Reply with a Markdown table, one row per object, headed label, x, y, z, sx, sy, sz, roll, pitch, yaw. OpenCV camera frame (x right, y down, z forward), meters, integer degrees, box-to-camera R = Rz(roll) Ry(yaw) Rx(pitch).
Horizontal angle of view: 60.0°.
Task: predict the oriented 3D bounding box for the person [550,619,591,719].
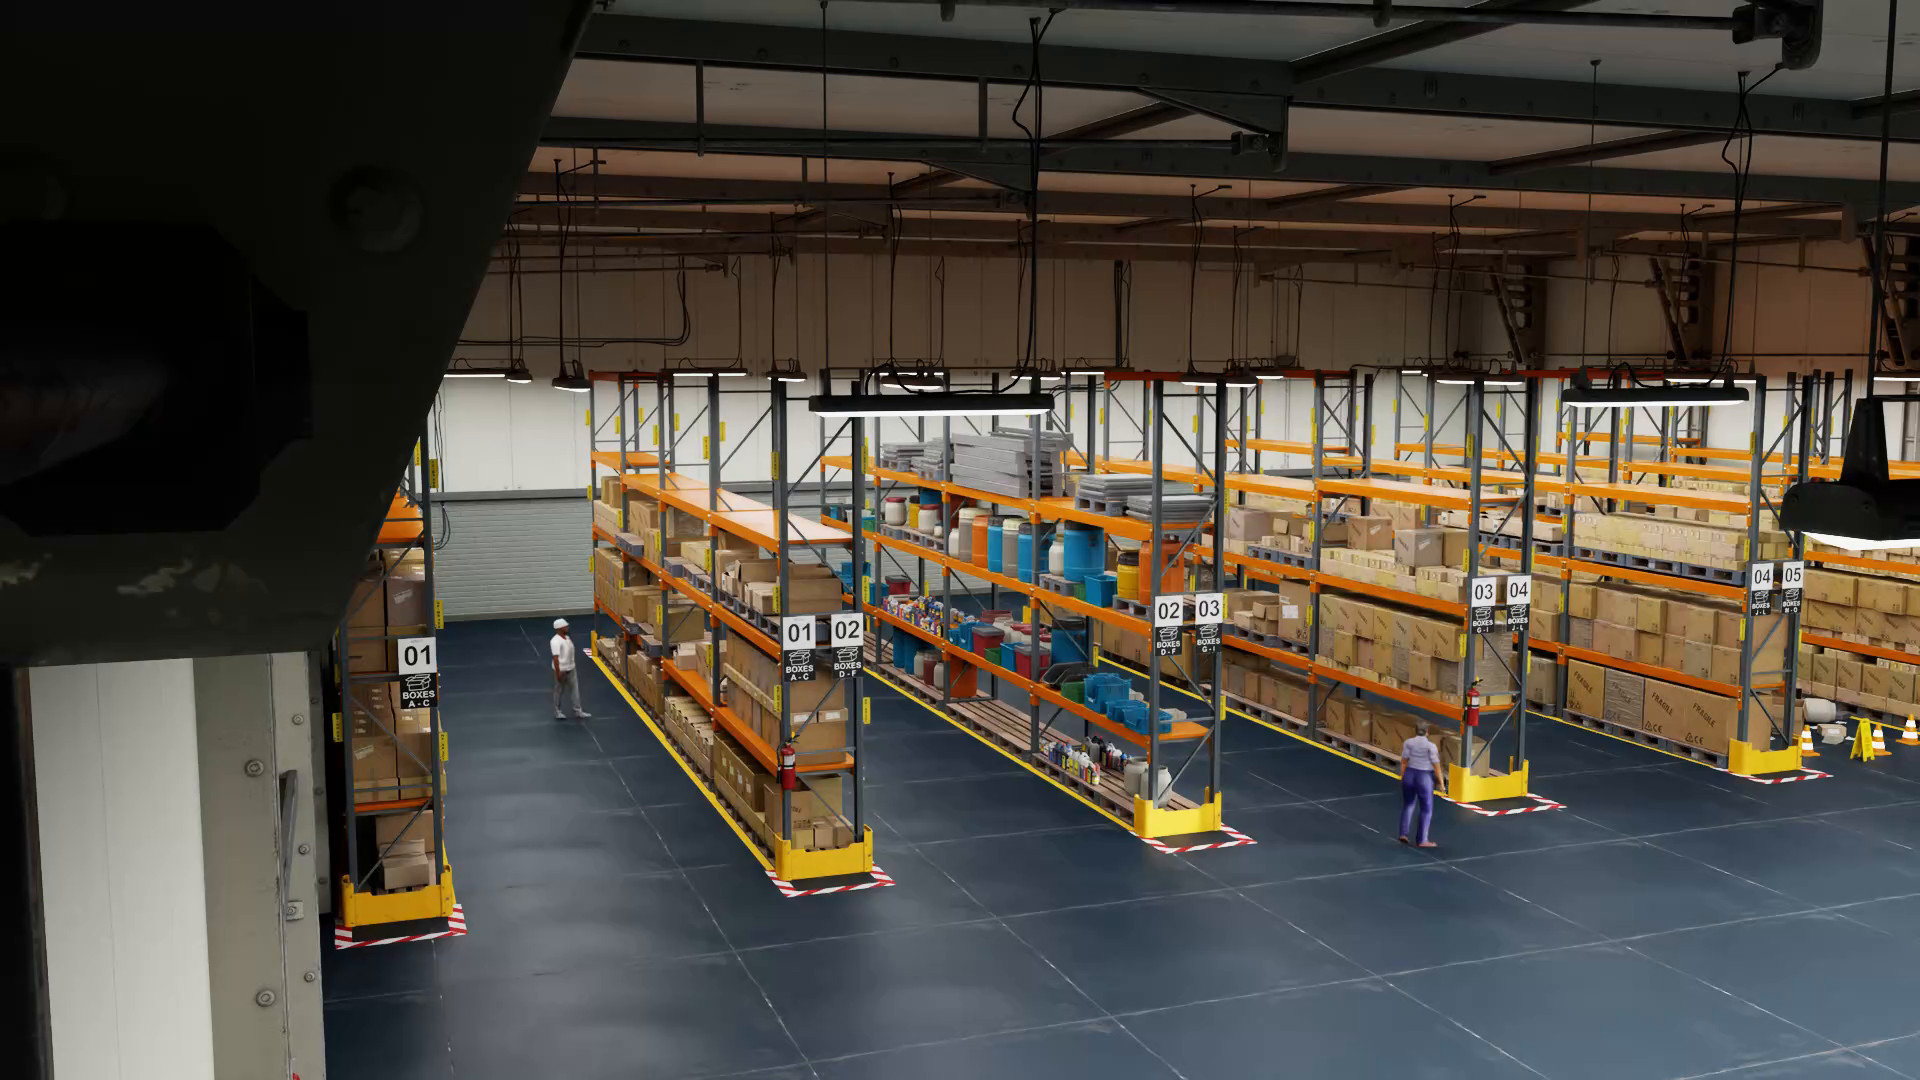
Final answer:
| label | x | y | z | sx | sy | sz | roll | pitch | yaw |
| --- | --- | --- | --- | --- | --- | --- | --- | --- | --- |
| person | -6.826 | 2.244 | 28.856 | 0.645 | 1.763 | 0.601 | 4 | 8 | 32 |

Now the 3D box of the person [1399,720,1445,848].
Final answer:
| label | x | y | z | sx | sy | sz | roll | pitch | yaw |
| --- | --- | --- | --- | --- | --- | --- | --- | --- | --- |
| person | 5.957 | 3.169 | 21.454 | 0.579 | 1.718 | 0.307 | 6 | 9 | 43 |

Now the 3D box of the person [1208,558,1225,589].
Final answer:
| label | x | y | z | sx | sy | sz | roll | pitch | yaw |
| --- | --- | --- | --- | --- | --- | --- | --- | --- | --- |
| person | 5.768 | 1.251 | 38.009 | 0.474 | 1.674 | 1.045 | -3 | 7 | -22 |
